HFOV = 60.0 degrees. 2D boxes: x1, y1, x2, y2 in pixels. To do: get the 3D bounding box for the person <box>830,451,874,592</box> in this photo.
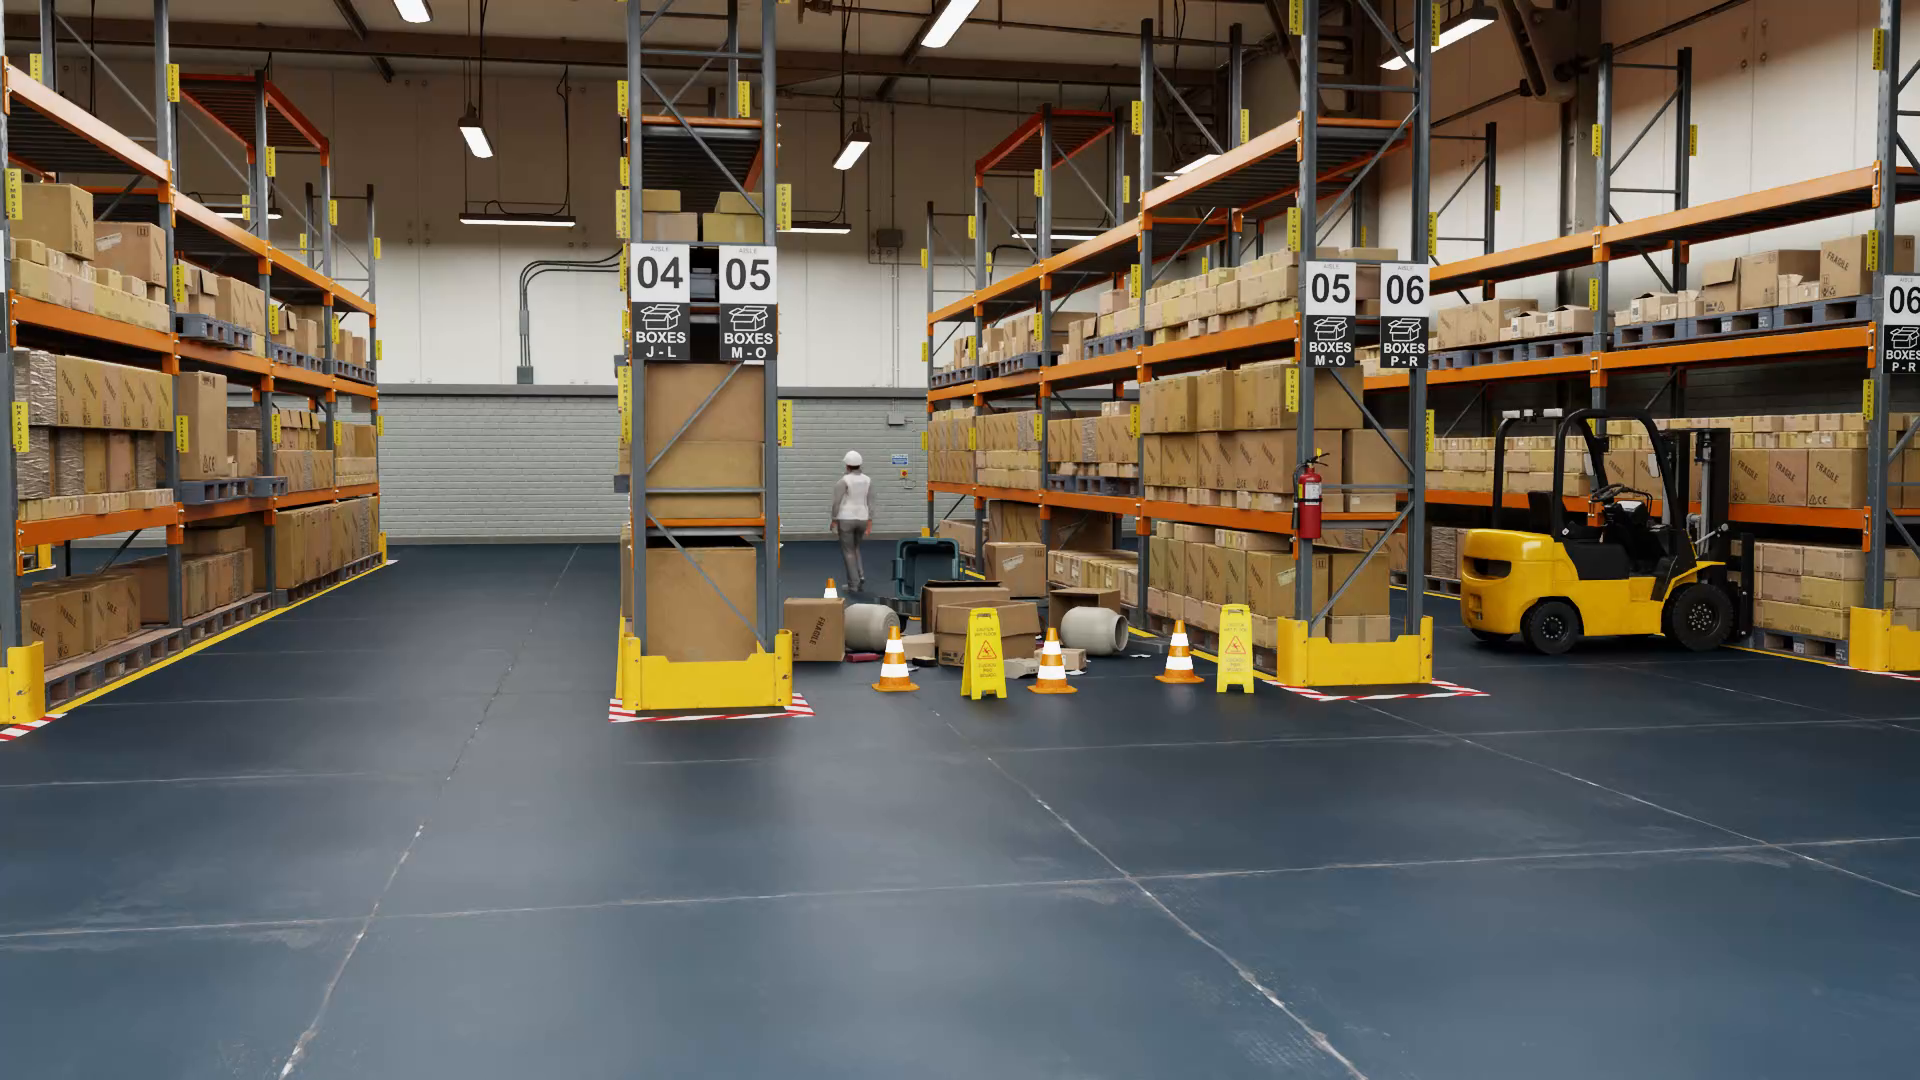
[{"bbox_3d":[-1.394,-0.219,21.042,0.536,1.809,0.479,-2,4,-39],"label":"person"}]
